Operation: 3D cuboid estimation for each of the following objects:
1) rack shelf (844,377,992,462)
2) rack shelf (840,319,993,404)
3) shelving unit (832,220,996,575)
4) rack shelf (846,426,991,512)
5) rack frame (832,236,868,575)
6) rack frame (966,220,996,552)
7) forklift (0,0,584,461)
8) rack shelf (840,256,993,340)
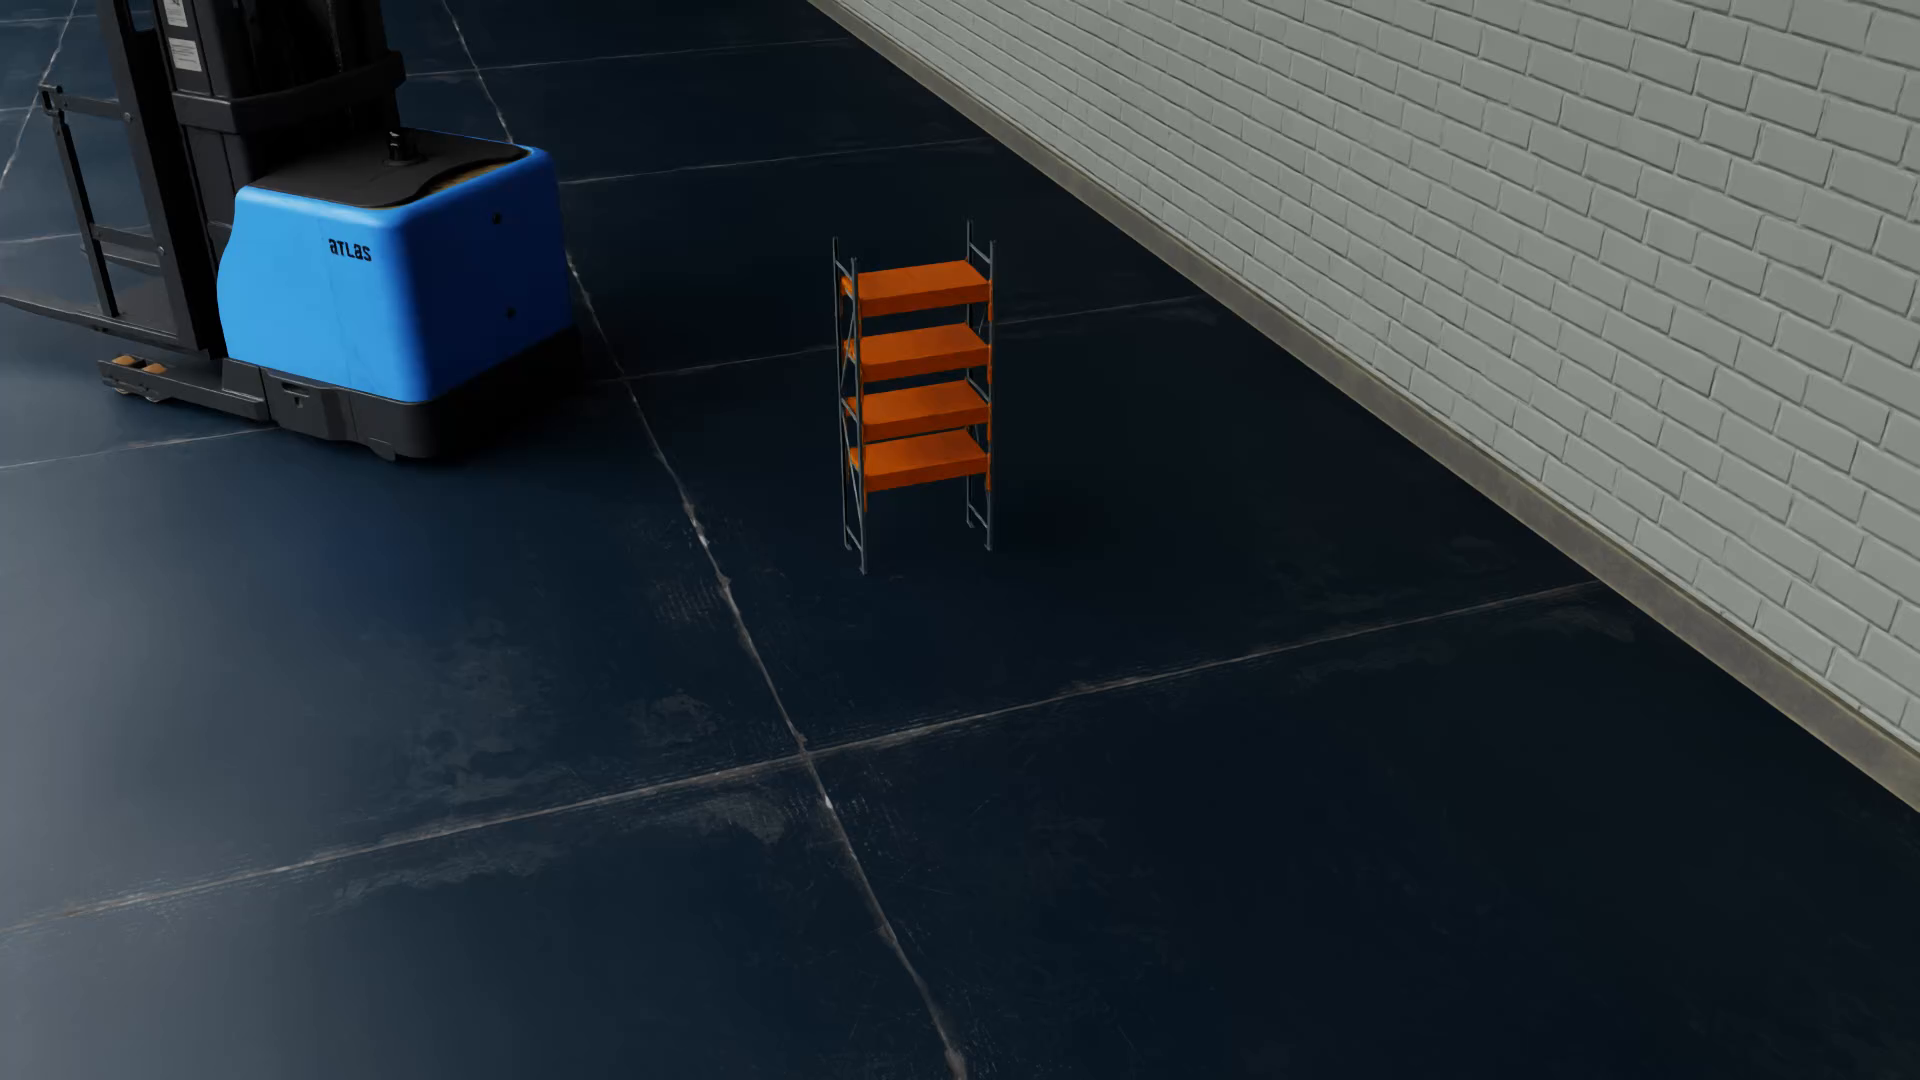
[{"bbox_3d":[-0.155,-0.434,5.936,0.480,0.148,0.258,-10,31,-18],"label":"rack shelf"},{"bbox_3d":[-0.155,-0.629,5.825,0.480,0.148,0.258,-10,31,-18],"label":"rack shelf"},{"bbox_3d":[-0.155,-0.493,5.903,0.503,1.200,0.258,-10,31,-18],"label":"shelving unit"},{"bbox_3d":[-0.155,-0.262,6.034,0.480,0.148,0.258,-10,31,-18],"label":"rack shelf"},{"bbox_3d":[-0.384,-0.451,5.829,0.015,1.200,0.240,-10,31,-18],"label":"rack frame"},{"bbox_3d":[0.074,-0.535,5.977,0.015,1.200,0.240,-10,31,-18],"label":"rack frame"},{"bbox_3d":[-3.230,-2.094,6.965,3.031,2.935,1.130,14,33,23],"label":"forklift"},{"bbox_3d":[-0.155,-0.834,5.708,0.480,0.148,0.258,-10,31,-18],"label":"rack shelf"}]
